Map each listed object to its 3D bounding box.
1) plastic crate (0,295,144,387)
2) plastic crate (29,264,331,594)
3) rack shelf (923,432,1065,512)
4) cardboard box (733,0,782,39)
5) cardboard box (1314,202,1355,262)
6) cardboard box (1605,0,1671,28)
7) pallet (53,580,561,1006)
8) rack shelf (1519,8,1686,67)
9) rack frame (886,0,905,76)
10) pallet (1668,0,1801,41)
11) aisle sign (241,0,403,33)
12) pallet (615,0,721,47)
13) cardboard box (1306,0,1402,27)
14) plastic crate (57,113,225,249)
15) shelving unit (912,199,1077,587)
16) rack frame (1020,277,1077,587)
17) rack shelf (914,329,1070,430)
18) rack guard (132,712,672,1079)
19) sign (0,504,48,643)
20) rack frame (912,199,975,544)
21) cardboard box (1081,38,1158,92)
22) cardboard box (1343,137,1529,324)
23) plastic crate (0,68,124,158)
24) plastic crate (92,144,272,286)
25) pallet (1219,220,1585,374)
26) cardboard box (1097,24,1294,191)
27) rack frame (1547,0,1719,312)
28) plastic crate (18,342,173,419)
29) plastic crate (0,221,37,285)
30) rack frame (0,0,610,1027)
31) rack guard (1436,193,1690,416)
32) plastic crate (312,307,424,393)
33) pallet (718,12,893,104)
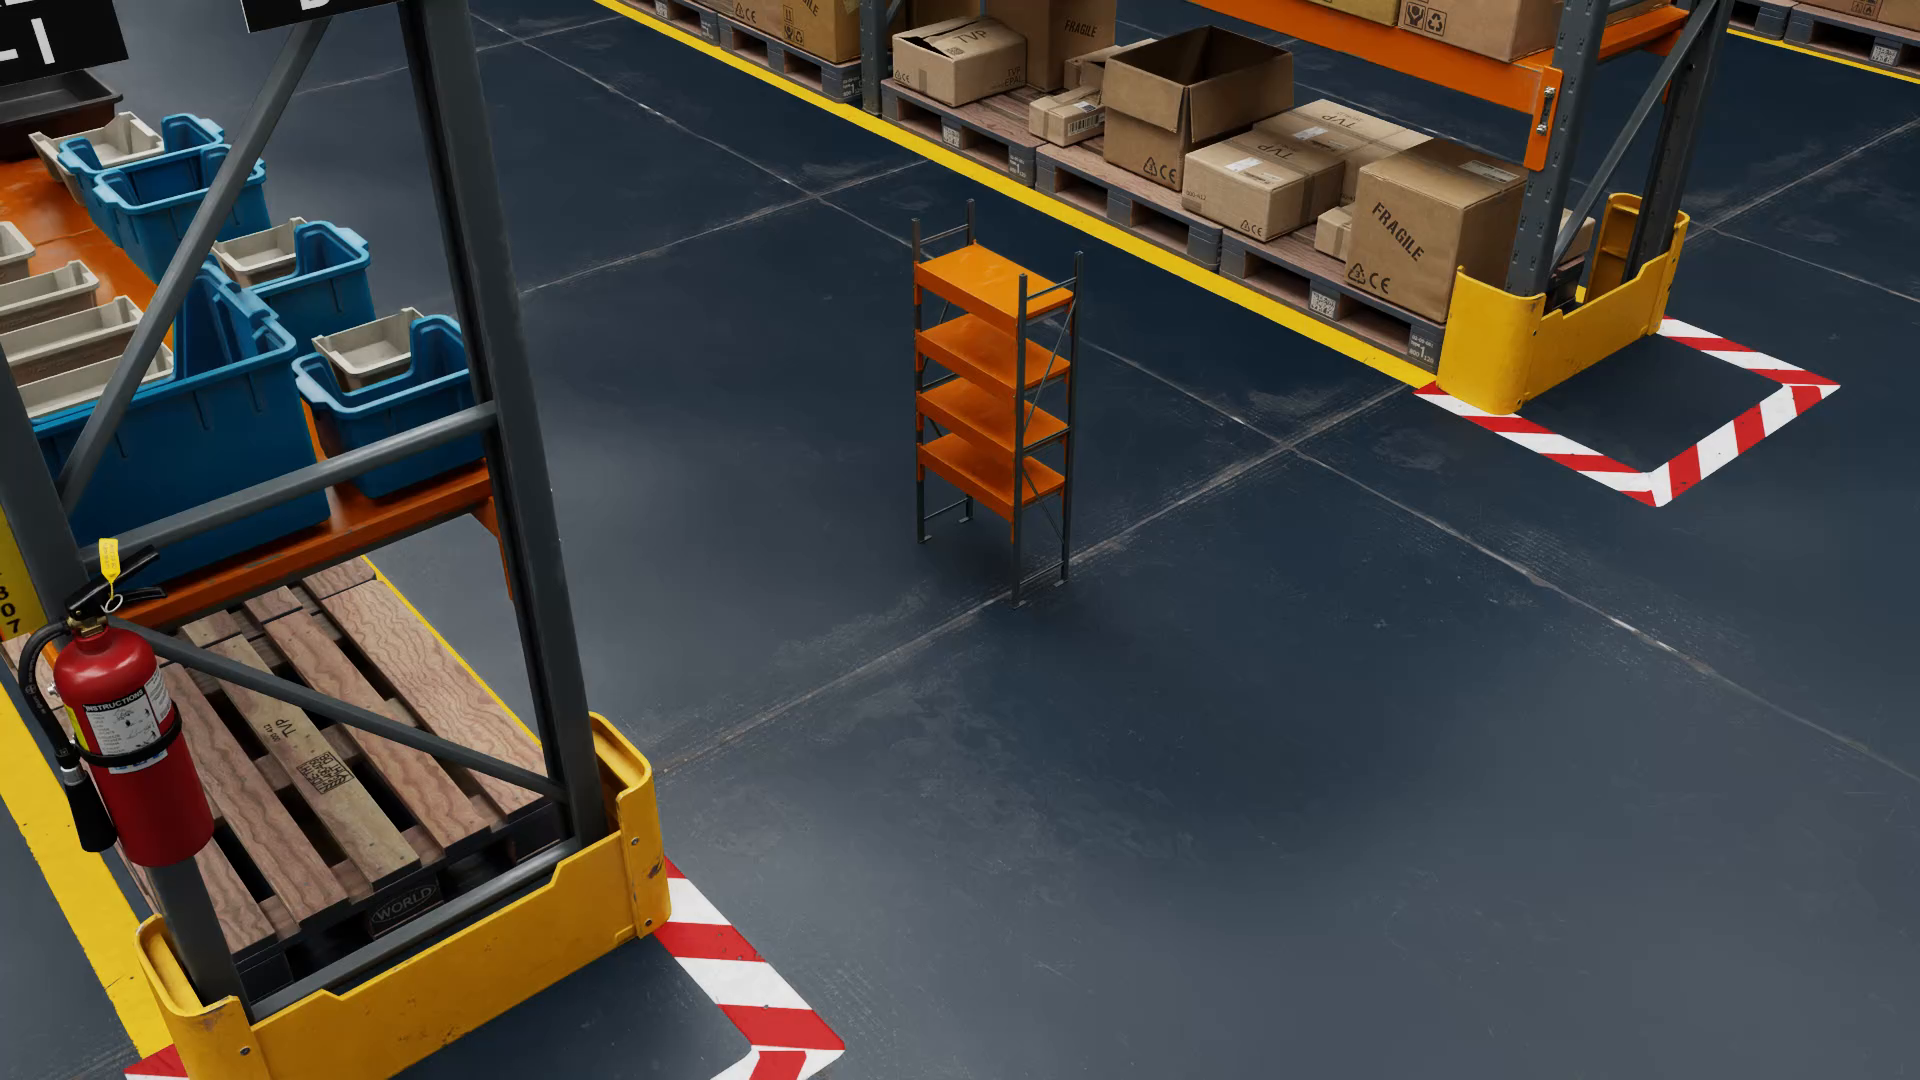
[{"bbox_3d":[-2.154,-0.447,3.962,0.396,0.136,0.243,-26,43,-32],"label":"plastic crate"},{"bbox_3d":[-1.673,-0.221,3.384,0.616,0.435,0.499,-26,43,-32],"label":"plastic crate"},{"bbox_3d":[0.107,-0.232,5.431,0.221,0.050,0.457,-26,43,-32],"label":"rack shelf"},{"bbox_3d":[-0.959,-3.208,9.466,0.500,0.500,0.500,-26,43,-32],"label":"cardboard box"},{"bbox_3d":[1.741,-1.334,7.109,0.380,0.166,0.250,-26,43,-32],"label":"cardboard box"},{"bbox_3d":[2.388,-2.285,6.294,0.500,0.500,0.500,-25,42,-31],"label":"cardboard box"},{"bbox_3d":[-1.816,0.655,4.642,1.003,0.211,1.213,-26,43,-32],"label":"pallet"},{"bbox_3d":[1.182,-2.648,7.285,0.919,0.052,3.809,-26,43,-32],"label":"rack shelf"},{"bbox_3d":[-0.106,-3.717,8.403,0.949,2.616,0.053,-26,43,-32],"label":"rack frame"},{"bbox_3d":[4.895,-3.523,10.542,1.003,0.211,1.213,-26,43,-32],"label":"pallet"},{"bbox_3d":[-1.040,-1.244,2.662,0.394,0.787,0.004,-26,43,-32],"label":"aisle sign"},{"bbox_3d":[-1.454,-3.462,10.455,1.003,0.211,1.213,-26,43,-32],"label":"pallet"},{"bbox_3d":[1.638,-2.315,6.336,0.500,0.500,0.500,-26,43,-31],"label":"cardboard box"},{"bbox_3d":[-2.265,-1.006,4.668,0.416,0.233,0.300,-26,43,-32],"label":"plastic crate"},{"bbox_3d":[0.105,-0.418,5.301,0.258,1.200,0.499,-26,43,-32],"label":"shelving unit"},{"bbox_3d":[0.264,-0.309,5.148,0.228,1.046,0.006,-26,43,-32],"label":"rack frame"},{"bbox_3d":[0.107,-0.544,5.210,0.258,0.148,0.480,-26,43,-32],"label":"rack shelf"},{"bbox_3d":[-1.288,0.922,4.016,1.175,0.500,0.348,-26,43,-32],"label":"rack guard"},{"bbox_3d":[-1.724,0.042,2.955,0.100,0.325,0.005,-26,43,-32],"label":"sign"},{"bbox_3d":[-0.051,-0.524,5.452,0.240,1.200,0.015,-26,43,-32],"label":"rack frame"},{"bbox_3d":[0.960,-2.321,8.378,0.500,0.311,0.500,-26,43,-32],"label":"cardboard box"},{"bbox_3d":[1.933,-1.257,6.712,0.500,0.500,0.500,-26,43,-32],"label":"cardboard box"},{"bbox_3d":[-2.968,-1.388,5.301,0.437,0.125,0.590,-26,43,-32],"label":"plastic crate"},{"bbox_3d":[-2.071,-0.873,4.481,0.416,0.233,0.300,-26,43,-32],"label":"plastic crate"},{"bbox_3d":[-25.776,-11.246,13.843,28.867,8.999,54.027,-26,43,-32],"label":"pallet"},{"bbox_3d":[1.108,-2.049,7.827,0.797,0.503,0.637,-26,43,-32],"label":"cardboard box"},{"bbox_3d":[2.475,-1.951,5.910,0.949,2.616,0.053,-26,43,-32],"label":"rack frame"},{"bbox_3d":[-1.978,-0.313,3.773,0.396,0.136,0.243,-26,43,-32],"label":"plastic crate"},{"bbox_3d":[-2.558,-0.684,4.297,0.298,0.136,0.250,-26,43,-32],"label":"plastic crate"},{"bbox_3d":[-1.314,-0.104,3.302,1.000,3.000,0.127,-26,43,-32],"label":"rack frame"},{"bbox_3d":[2.423,-0.963,6.678,1.175,0.500,0.348,-26,43,-32],"label":"rack guard"},{"bbox_3d":[-1.365,-0.425,3.931,0.250,0.136,0.298,-26,43,-32],"label":"plastic crate"},{"bbox_3d":[-0.663,-2.923,9.694,1.003,0.211,1.213,-26,43,-32],"label":"pallet"}]
